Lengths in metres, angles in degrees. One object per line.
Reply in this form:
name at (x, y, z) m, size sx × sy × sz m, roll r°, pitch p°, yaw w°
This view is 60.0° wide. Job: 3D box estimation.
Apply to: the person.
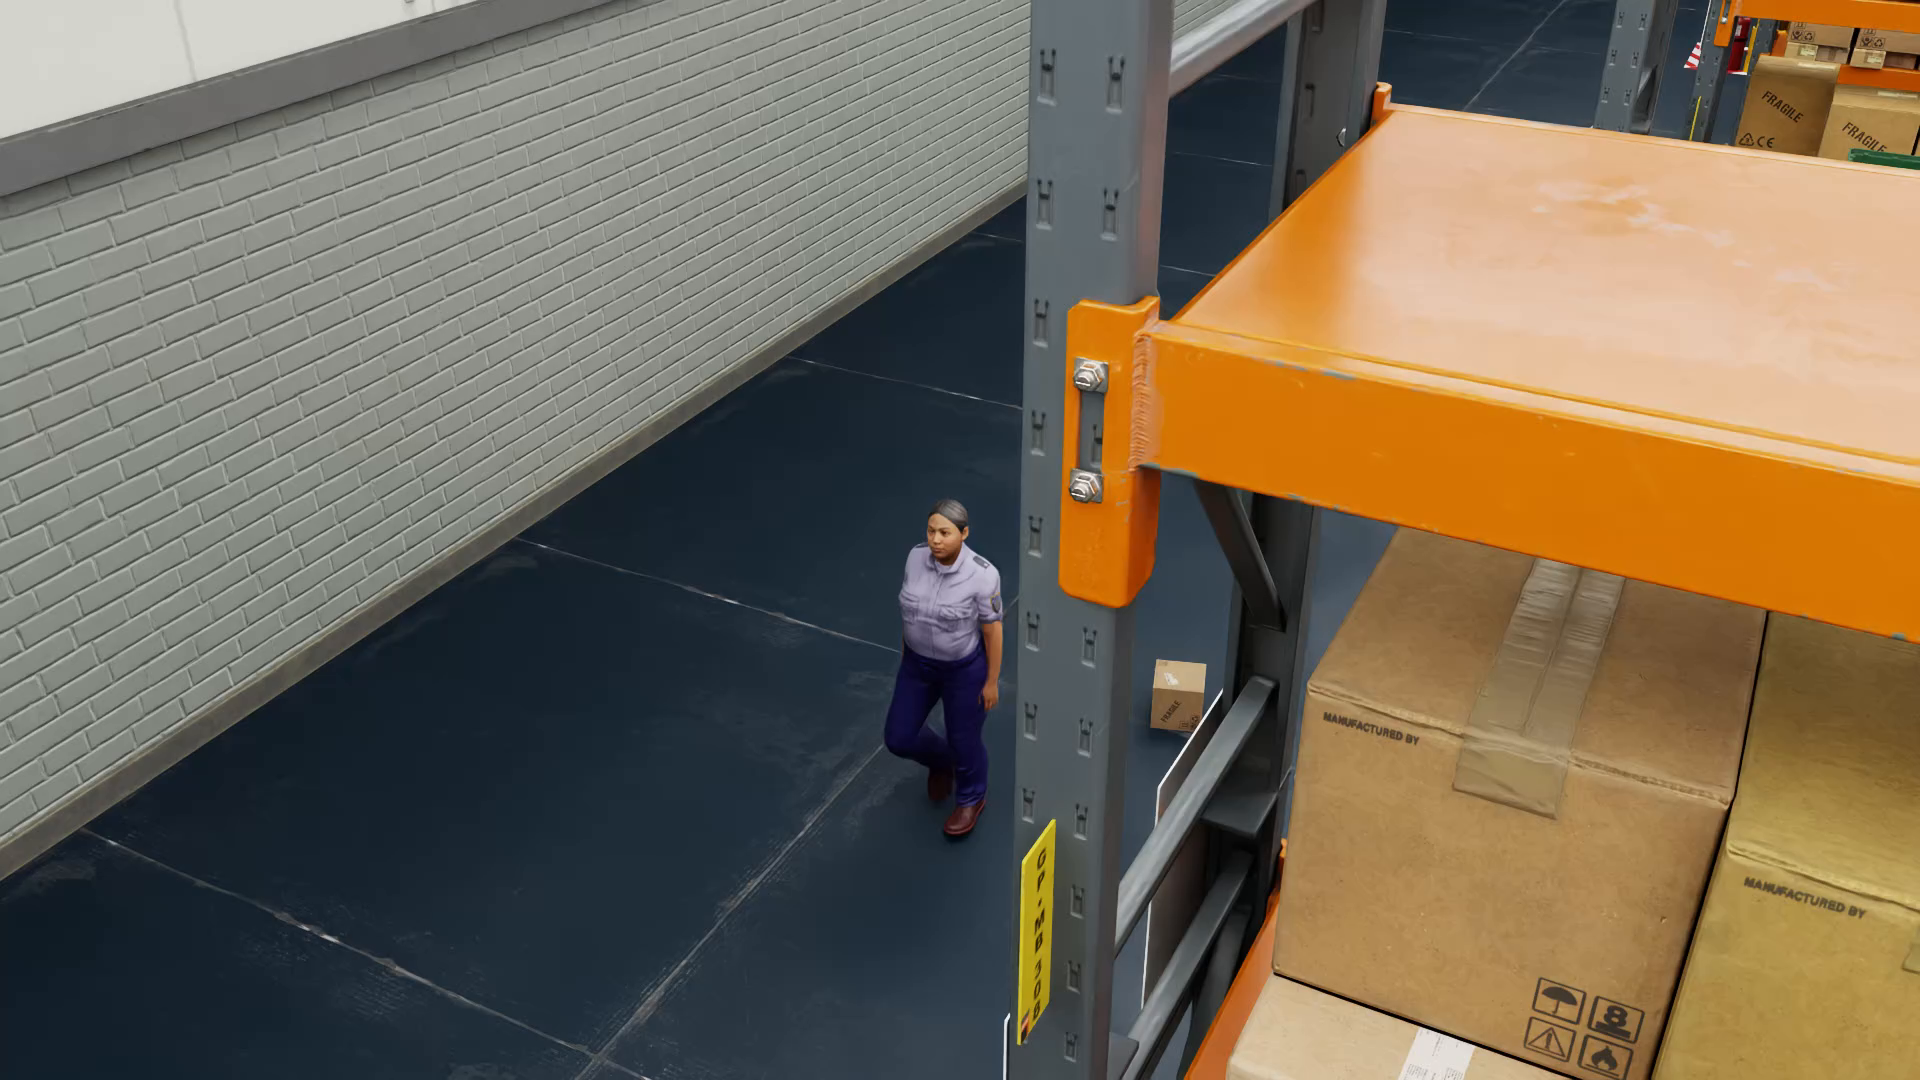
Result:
person at (-0.058, 0.576, 7.291) m, size 0.506 × 1.659 × 0.449 m, roll 15°, pitch 33°, yaw 24°
